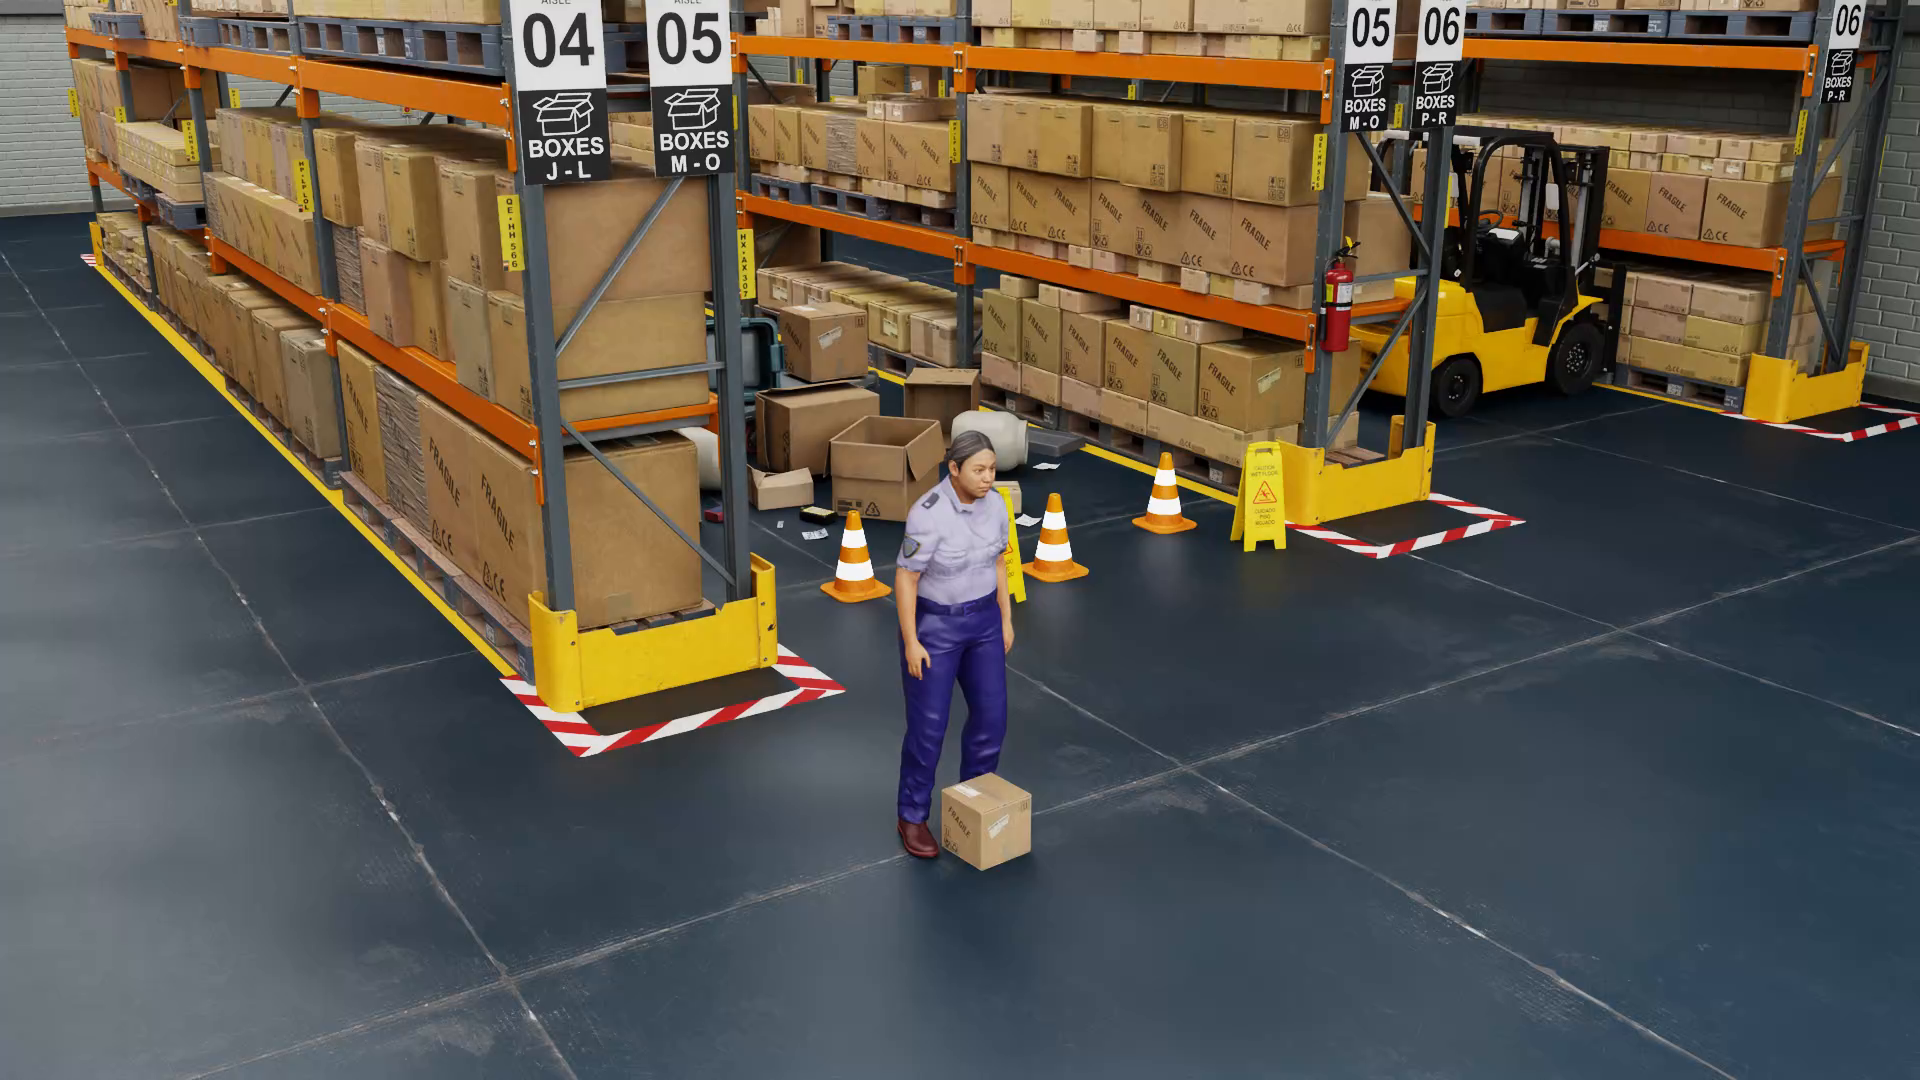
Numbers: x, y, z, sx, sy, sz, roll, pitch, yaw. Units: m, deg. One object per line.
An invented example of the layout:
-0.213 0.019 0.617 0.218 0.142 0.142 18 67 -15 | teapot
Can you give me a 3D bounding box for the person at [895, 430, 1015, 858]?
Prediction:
-0.011 0.375 6.429 0.558 1.651 0.426 -13 22 -35 | person
